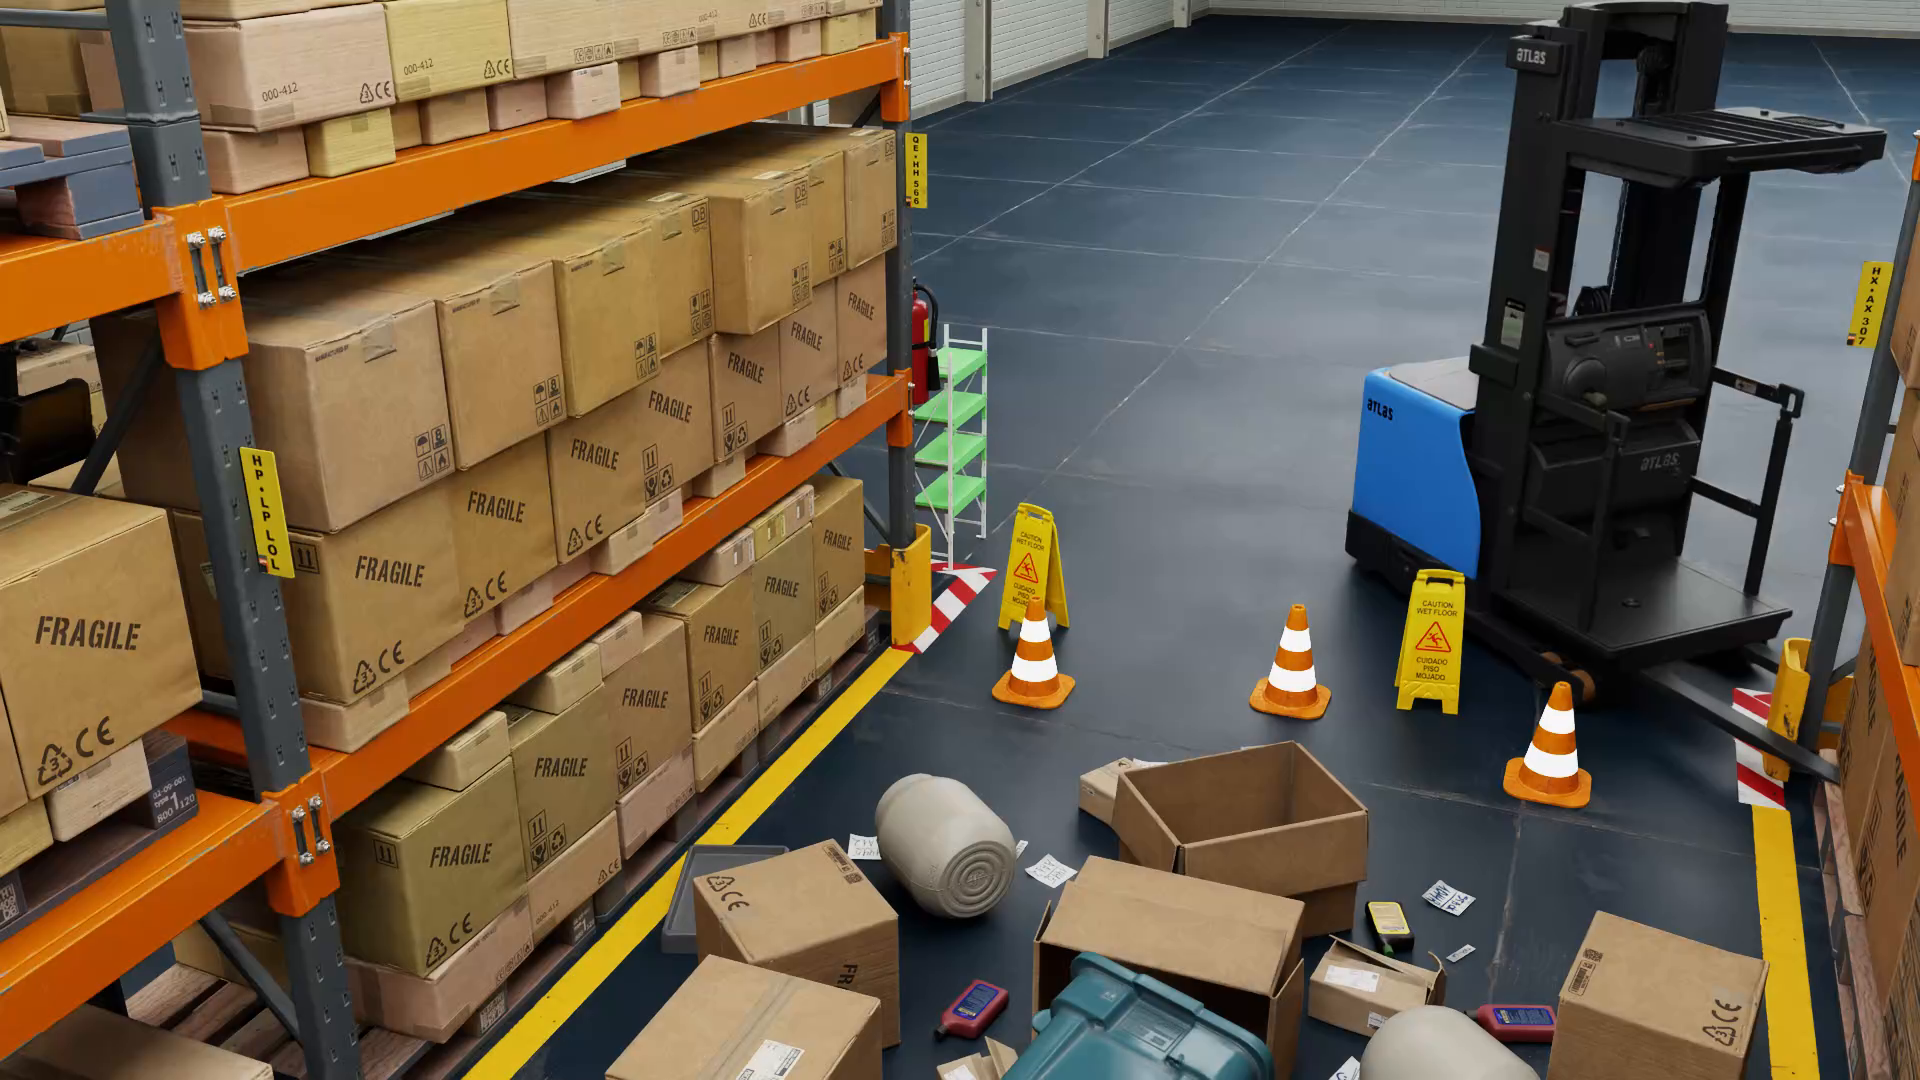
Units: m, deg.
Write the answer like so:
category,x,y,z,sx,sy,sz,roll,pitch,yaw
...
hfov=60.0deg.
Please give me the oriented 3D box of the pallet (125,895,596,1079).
category,x,y,z,sx,sy,sz,roll,pitch,yaw
pallet,-1.970,1.433,5.545,1.003,0.211,1.213,9,24,20

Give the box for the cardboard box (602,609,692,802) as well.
category,x,y,z,sx,sy,sz,roll,pitch,yaw
cardboard box,-1.335,0.570,6.043,0.500,0.500,0.500,10,25,23

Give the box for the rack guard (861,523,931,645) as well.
category,x,y,z,sx,sy,sz,roll,pitch,yaw
rack guard,-0.729,0.141,8.263,1.175,0.500,0.348,9,24,20

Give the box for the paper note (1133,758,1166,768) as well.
category,x,y,z,sx,sy,sz,roll,pitch,yaw
paper note,0.796,0.954,6.927,0.148,0.019,0.142,1,23,2

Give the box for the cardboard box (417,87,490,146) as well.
category,x,y,z,sx,sy,sz,roll,pitch,yaw
cardboard box,-1.574,-1.227,4.729,0.380,0.149,0.250,10,25,22

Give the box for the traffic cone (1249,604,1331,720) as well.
category,x,y,z,sx,sy,sz,roll,pitch,yaw
traffic cone,1.494,0.507,7.436,0.336,0.463,0.334,9,24,20

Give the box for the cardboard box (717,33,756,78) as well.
category,x,y,z,sx,sy,sz,roll,pitch,yaw
cardboard box,-0.970,-1.779,6.051,0.380,0.149,0.250,9,24,20

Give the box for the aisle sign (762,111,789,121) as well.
category,x,y,z,sx,sy,sz,roll,pitch,yaw
aisle sign,-0.965,-2.305,7.505,0.394,0.787,0.004,9,24,20

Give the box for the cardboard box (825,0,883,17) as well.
category,x,y,z,sx,sy,sz,roll,pitch,yaw
cardboard box,-0.641,-2.270,6.709,0.500,0.250,0.500,8,24,19

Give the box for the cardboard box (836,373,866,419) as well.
category,x,y,z,sx,sy,sz,roll,pitch,yaw
cardboard box,-0.632,-0.652,7.246,0.380,0.149,0.250,8,24,19

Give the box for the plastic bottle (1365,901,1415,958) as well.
category,x,y,z,sx,sy,sz,roll,pitch,yaw
plastic bottle,1.523,1.379,5.869,0.133,0.061,0.283,1,23,2

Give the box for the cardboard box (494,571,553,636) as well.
category,x,y,z,sx,sy,sz,roll,pitch,yaw
cardboard box,-1.531,0.160,5.300,0.380,0.149,0.250,10,25,22

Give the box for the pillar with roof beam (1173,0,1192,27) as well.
category,x,y,z,sx,sy,sz,roll,pitch,yaw
pillar with roof beam,8.734,-14.516,32.327,9.100,9.000,0.400,9,24,20

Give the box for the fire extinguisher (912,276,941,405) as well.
category,x,y,z,sx,sy,sz,roll,pitch,yaw
fire extinguisher,-0.230,-0.979,7.801,0.296,0.674,0.183,9,24,20

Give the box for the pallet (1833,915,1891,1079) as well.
category,x,y,z,sx,sy,sz,roll,pitch,yaw
pallet,3.254,1.652,5.020,1.003,0.211,1.213,9,24,20

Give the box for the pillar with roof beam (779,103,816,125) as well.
category,x,y,z,sx,sy,sz,roll,pitch,yaw
pillar with roof beam,2.048,-8.075,16.906,9.100,9.000,0.400,9,24,20

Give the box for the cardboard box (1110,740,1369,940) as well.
category,x,y,z,sx,sy,sz,roll,pitch,yaw
cardboard box,0.997,1.104,5.955,0.797,0.503,0.637,-7,24,-17

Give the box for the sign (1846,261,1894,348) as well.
category,x,y,z,sx,sy,sz,roll,pitch,yaw
sign,3.420,-0.884,6.250,0.100,0.325,0.005,9,24,20

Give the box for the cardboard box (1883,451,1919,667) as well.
category,x,y,z,sx,sy,sz,roll,pitch,yaw
cardboard box,3.328,0.086,4.959,0.875,0.550,0.550,9,24,20

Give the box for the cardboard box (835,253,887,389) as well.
category,x,y,z,sx,sy,sz,roll,pitch,yaw
cardboard box,-0.646,-0.989,7.210,0.500,0.500,0.500,8,24,19

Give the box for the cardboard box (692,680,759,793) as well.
category,x,y,z,sx,sy,sz,roll,pitch,yaw
cardboard box,-1.140,0.736,6.619,0.500,0.250,0.500,8,24,18

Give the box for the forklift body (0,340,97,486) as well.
category,x,y,z,sx,sy,sz,roll,pitch,yaw
forklift body,-4.321,-0.417,7.458,2.313,2.155,1.214,9,24,20

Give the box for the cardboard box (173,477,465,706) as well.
category,x,y,z,sx,sy,sz,roll,pitch,yaw
cardboard box,-1.764,0.091,4.624,0.500,0.500,0.500,9,24,20

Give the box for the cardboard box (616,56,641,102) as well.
category,x,y,z,sx,sy,sz,roll,pitch,yaw
cardboard box,-1.268,-1.505,5.396,0.380,0.149,0.250,9,24,20

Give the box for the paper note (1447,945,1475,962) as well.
category,x,y,z,sx,sy,sz,roll,pitch,yaw
paper note,1.745,1.440,5.791,0.123,0.001,0.032,-17,28,-35

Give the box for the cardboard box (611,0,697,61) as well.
category,x,y,z,sx,sy,sz,roll,pitch,yaw
cardboard box,-1.202,-1.723,5.399,0.500,0.250,0.500,9,24,21

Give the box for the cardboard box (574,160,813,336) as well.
category,x,y,z,sx,sy,sz,roll,pitch,yaw
cardboard box,-0.977,-1.093,6.161,0.700,0.500,0.500,8,24,19

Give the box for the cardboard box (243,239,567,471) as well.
category,x,y,z,sx,sy,sz,roll,pitch,yaw
cardboard box,-1.612,-0.559,4.883,0.700,0.500,0.500,9,24,20

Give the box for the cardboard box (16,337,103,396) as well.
category,x,y,z,sx,sy,sz,roll,pitch,yaw
cardboard box,-5.192,-0.926,9.299,0.500,0.250,0.500,10,25,22

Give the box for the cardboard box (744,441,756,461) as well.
category,x,y,z,sx,sy,sz,roll,pitch,yaw
cardboard box,-1.040,-0.396,6.632,0.380,0.149,0.250,9,24,21

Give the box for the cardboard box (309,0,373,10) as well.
category,x,y,z,sx,sy,sz,roll,pitch,yaw
cardboard box,-1.697,-1.407,4.127,0.380,0.149,0.250,10,25,22

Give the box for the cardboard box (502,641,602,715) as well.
category,x,y,z,sx,sy,sz,roll,pitch,yaw
cardboard box,-1.425,0.429,5.539,0.380,0.149,0.250,10,25,22

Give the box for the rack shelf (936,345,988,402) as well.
category,x,y,z,sx,sy,sz,roll,pitch,yaw
rack shelf,-0.061,-0.878,8.717,0.258,0.148,0.480,9,24,20

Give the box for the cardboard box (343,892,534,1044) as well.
category,x,y,z,sx,sy,sz,roll,pitch,yaw
cardboard box,-1.717,1.295,5.282,0.500,0.250,0.500,8,24,18

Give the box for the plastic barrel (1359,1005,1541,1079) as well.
category,x,y,z,sx,sy,sz,roll,pitch,yaw
plastic barrel,1.444,1.628,4.804,0.421,0.421,0.512,-12,25,-26

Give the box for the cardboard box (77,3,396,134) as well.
category,x,y,z,sx,sy,sz,roll,pitch,yaw
cardboard box,-1.769,-1.178,4.096,0.500,0.250,0.500,8,24,19

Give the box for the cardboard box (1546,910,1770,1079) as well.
category,x,y,z,sx,sy,sz,roll,pitch,yaw
cardboard box,2.071,1.514,4.973,0.500,0.500,0.500,13,26,29

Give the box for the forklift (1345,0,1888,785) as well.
category,x,y,z,sx,sy,sz,roll,pitch,yaw
forklift,3.113,-0.791,7.342,1.130,2.935,3.031,-9,24,-21

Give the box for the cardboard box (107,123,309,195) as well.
category,x,y,z,sx,sy,sz,roll,pitch,yaw
cardboard box,-1.839,-0.953,4.075,0.380,0.149,0.250,8,24,19

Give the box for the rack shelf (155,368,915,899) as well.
category,x,y,z,sx,sy,sz,roll,pitch,yaw
rack shelf,-1.444,0.008,6.272,1.077,0.370,4.000,9,24,20

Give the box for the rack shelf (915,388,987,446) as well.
category,x,y,z,sx,sy,sz,roll,pitch,yaw
rack shelf,-0.061,-0.657,8.809,0.258,0.148,0.480,9,24,20

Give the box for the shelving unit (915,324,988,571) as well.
category,x,y,z,sx,sy,sz,roll,pitch,yaw
shelving unit,-0.061,-0.494,8.877,0.258,1.200,0.503,9,24,20

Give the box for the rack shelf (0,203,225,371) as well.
category,x,y,z,sx,sy,sz,roll,pitch,yaw
rack shelf,-2.929,0.056,2.267,1.077,0.370,4.000,9,24,20

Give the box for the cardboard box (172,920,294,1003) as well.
category,x,y,z,sx,sy,sz,roll,pitch,yaw
cardboard box,-2.216,1.217,5.467,0.500,0.250,0.500,10,25,22

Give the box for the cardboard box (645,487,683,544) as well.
category,x,y,z,sx,sy,sz,roll,pitch,yaw
cardboard box,-1.220,-0.109,5.946,0.380,0.149,0.250,9,24,20

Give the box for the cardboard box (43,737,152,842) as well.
category,x,y,z,sx,sy,sz,roll,pitch,yaw
cardboard box,-2.121,0.538,3.852,0.380,0.149,0.250,9,24,21

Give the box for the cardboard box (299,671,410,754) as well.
category,x,y,z,sx,sy,sz,roll,pitch,yaw
cardboard box,-1.772,0.441,4.628,0.380,0.149,0.250,9,24,20

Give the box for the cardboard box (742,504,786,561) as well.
category,x,y,z,sx,sy,sz,roll,pitch,yaw
cardboard box,-0.926,-0.055,6.698,0.380,0.149,0.250,9,24,21

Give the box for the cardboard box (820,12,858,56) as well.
category,x,y,z,sx,sy,sz,roll,pitch,yaw
cardboard box,-0.636,-2.046,6.691,0.380,0.149,0.250,9,24,20

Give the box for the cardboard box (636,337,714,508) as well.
category,x,y,z,sx,sy,sz,roll,pitch,yaw
cardboard box,-1.232,-0.453,5.928,0.500,0.500,0.500,9,24,21

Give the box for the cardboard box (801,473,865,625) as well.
category,x,y,z,sx,sy,sz,roll,pitch,yaw
cardboard box,-0.756,0.014,7.375,0.500,0.500,0.500,9,24,20

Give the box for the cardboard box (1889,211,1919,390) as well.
category,x,y,z,sx,sy,sz,roll,pitch,yaw
cardboard box,3.759,-0.807,5.695,0.875,0.550,0.550,9,24,20

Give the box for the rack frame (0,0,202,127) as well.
category,x,y,z,sx,sy,sz,roll,pitch,yaw
rack frame,-2.186,-2.376,3.263,1.000,3.000,0.127,9,24,20

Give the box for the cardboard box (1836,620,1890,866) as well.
category,x,y,z,sx,sy,sz,roll,pitch,yaw
cardboard box,3.742,0.672,5.961,0.875,0.875,0.875,9,24,20

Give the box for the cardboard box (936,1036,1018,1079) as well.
category,x,y,z,sx,sy,sz,roll,pitch,yaw
cardboard box,0.109,1.669,4.909,0.258,0.266,0.396,-7,24,-17
